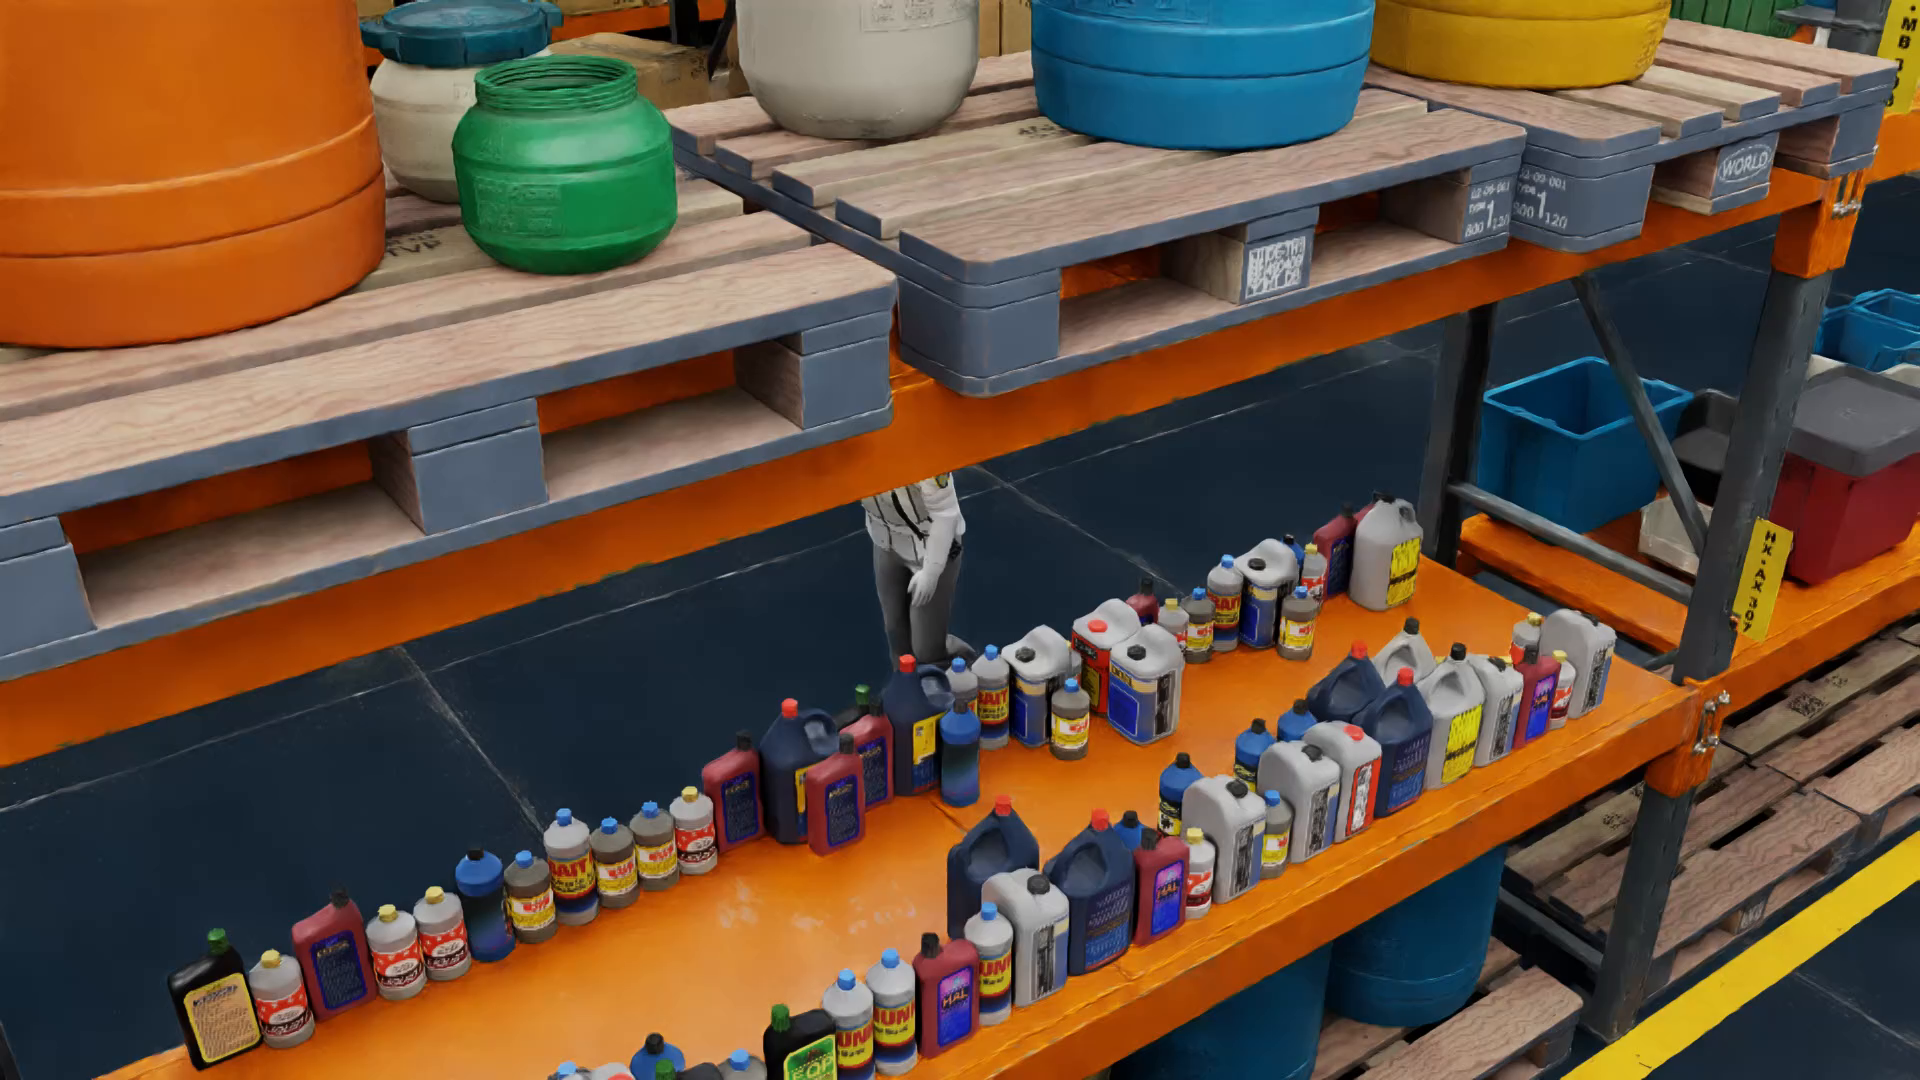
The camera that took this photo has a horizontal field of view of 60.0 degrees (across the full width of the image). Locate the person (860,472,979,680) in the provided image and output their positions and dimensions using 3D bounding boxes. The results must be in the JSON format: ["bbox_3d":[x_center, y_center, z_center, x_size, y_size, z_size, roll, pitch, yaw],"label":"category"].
[{"bbox_3d":[-0.161,0.026,6.089,0.493,1.652,0.616,22,35,34],"label":"person"}]
